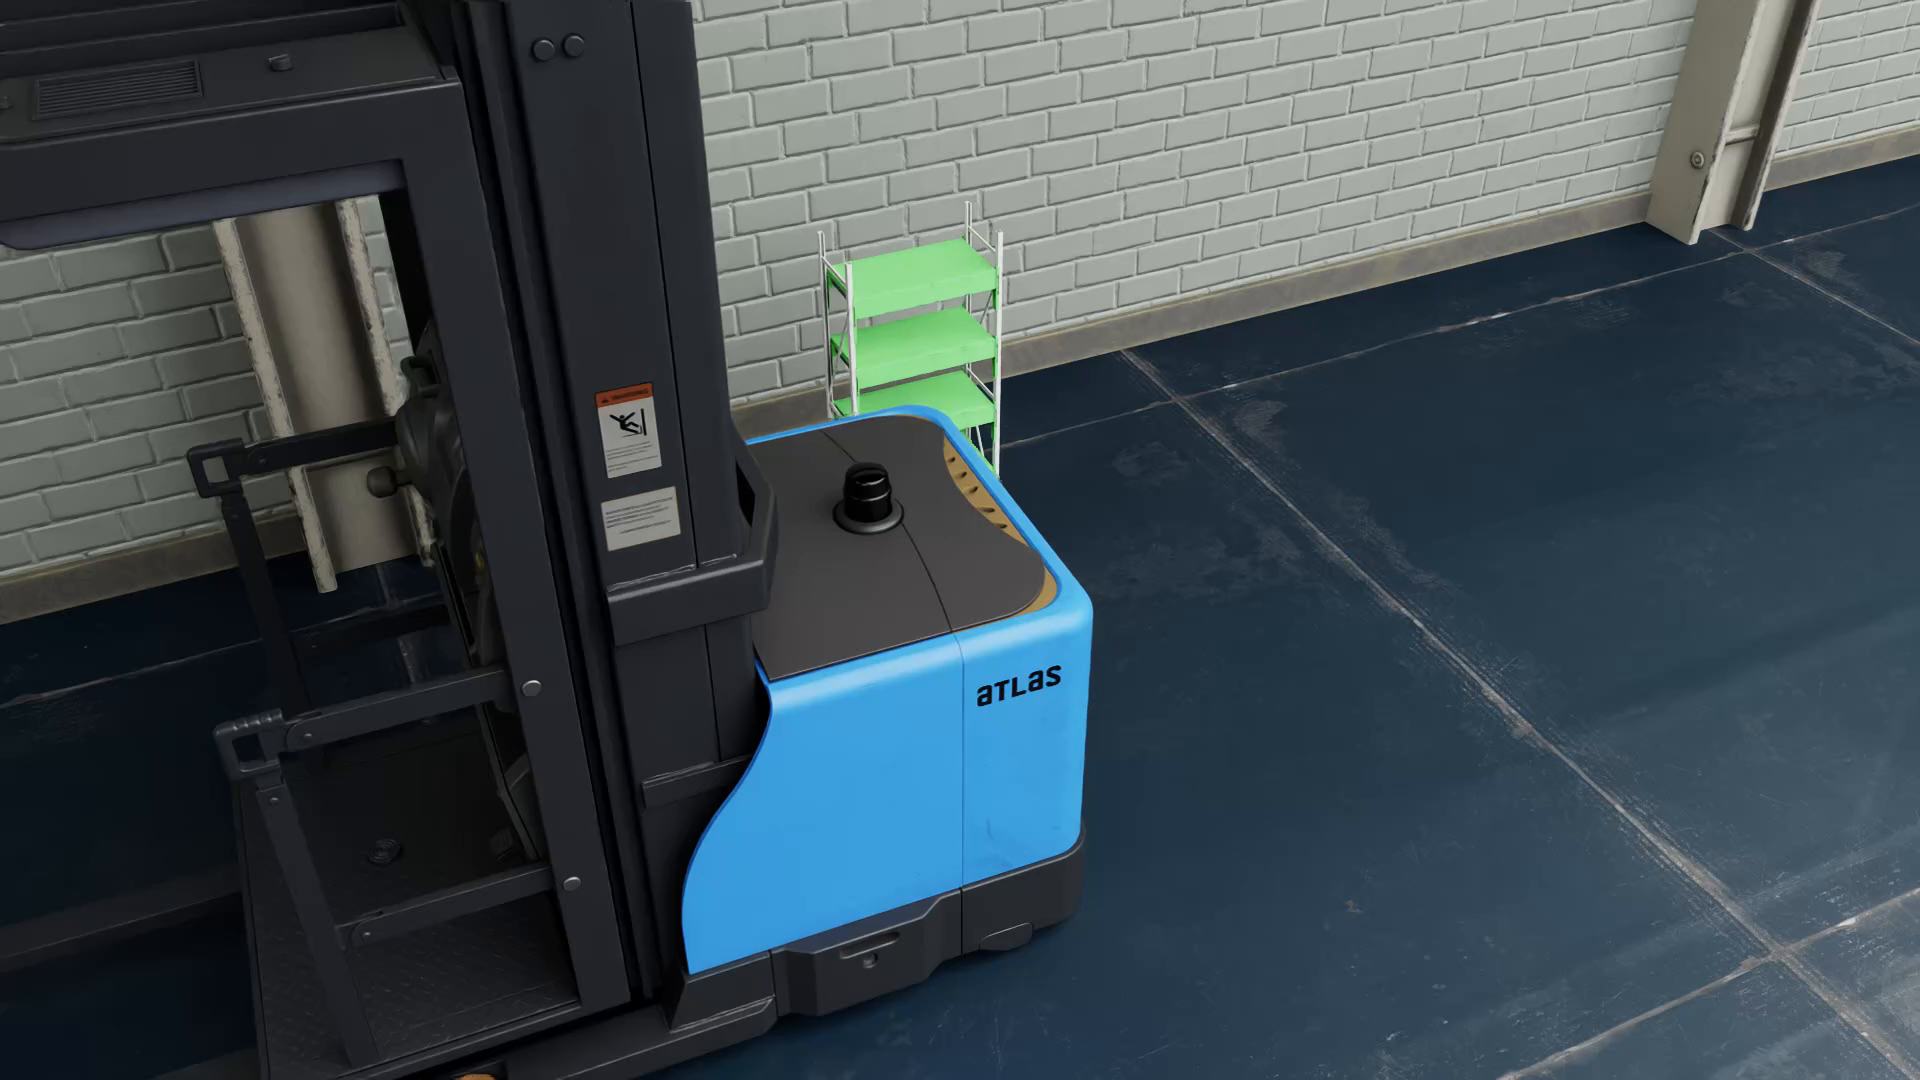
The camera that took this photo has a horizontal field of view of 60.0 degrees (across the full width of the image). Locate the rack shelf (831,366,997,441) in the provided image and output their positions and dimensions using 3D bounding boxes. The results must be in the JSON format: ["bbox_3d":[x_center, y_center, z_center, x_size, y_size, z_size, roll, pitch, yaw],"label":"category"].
[{"bbox_3d":[-0.150,-0.389,5.374,0.480,0.148,0.258,-16,39,-20],"label":"rack shelf"}]

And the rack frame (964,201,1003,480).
[{"bbox_3d":[0.071,-0.502,5.419,0.015,1.200,0.240,-16,39,-20],"label":"rack frame"}]

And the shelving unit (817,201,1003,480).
[{"bbox_3d":[-0.150,-0.440,5.336,0.503,1.200,0.258,-16,39,-20],"label":"shelving unit"}]

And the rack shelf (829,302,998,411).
[{"bbox_3d":[-0.150,-0.581,5.231,0.480,0.148,0.258,-16,39,-20],"label":"rack shelf"}]

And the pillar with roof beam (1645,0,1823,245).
[{"bbox_3d":[5.253,-2.767,1.926,0.400,9.000,9.100,-16,39,-20],"label":"pillar with roof beam"}]

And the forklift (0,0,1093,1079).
[{"bbox_3d":[-1.246,-0.090,3.412,3.031,2.935,1.130,-14,39,-18],"label":"forklift"}]

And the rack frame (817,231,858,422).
[{"bbox_3d":[-0.371,-0.378,5.253,0.015,1.200,0.240,-16,39,-20],"label":"rack frame"}]

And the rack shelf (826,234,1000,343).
[{"bbox_3d":[-0.150,-0.774,5.088,0.480,0.148,0.258,-16,39,-20],"label":"rack shelf"}]

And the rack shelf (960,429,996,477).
[{"bbox_3d":[-0.150,-0.196,5.517,0.480,0.148,0.258,-16,39,-20],"label":"rack shelf"}]
